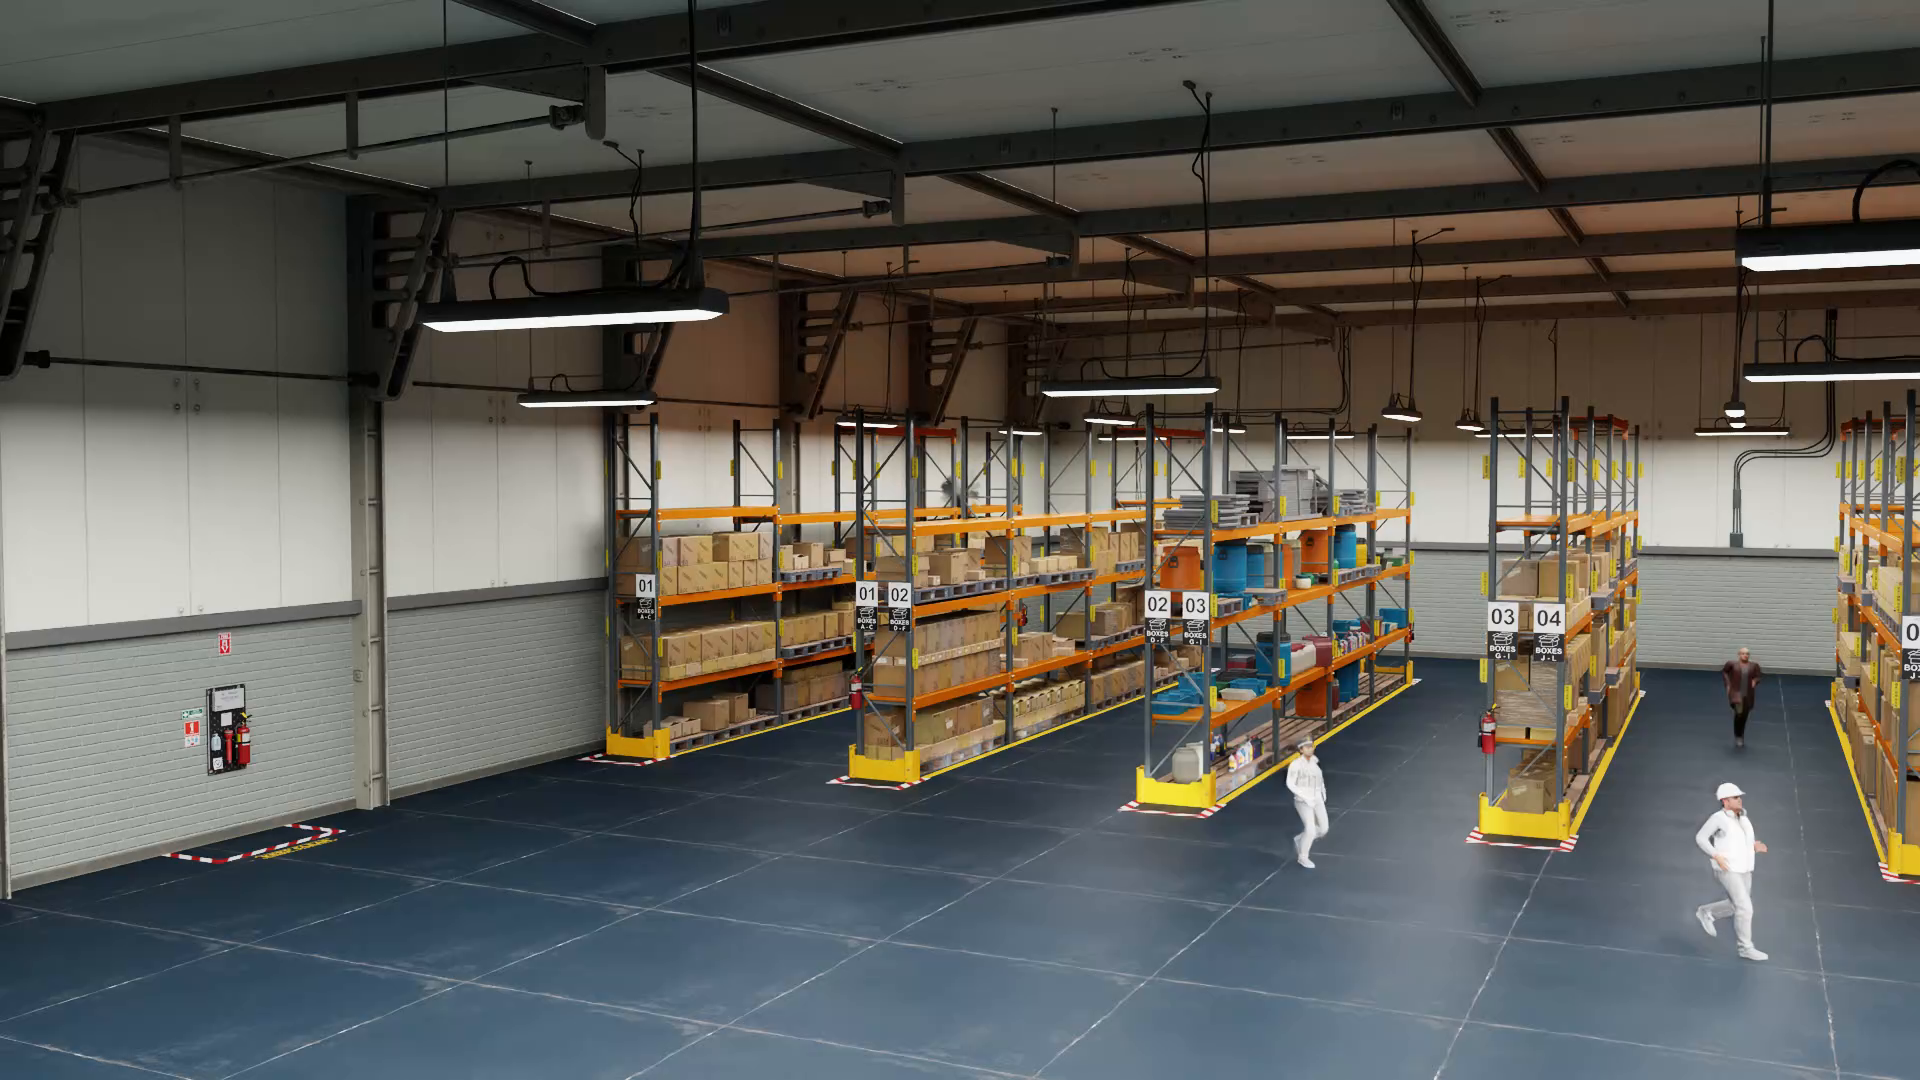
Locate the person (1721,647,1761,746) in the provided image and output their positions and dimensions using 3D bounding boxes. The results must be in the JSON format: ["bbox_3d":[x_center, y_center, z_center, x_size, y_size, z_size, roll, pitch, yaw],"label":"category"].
[{"bbox_3d":[14.271,2.858,30.341,0.613,1.815,0.909,0,2,9],"label":"person"}]

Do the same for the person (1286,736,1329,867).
[{"bbox_3d":[4.405,3.294,21.033,0.623,1.664,0.497,-1,3,-31],"label":"person"}]

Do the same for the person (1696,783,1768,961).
[{"bbox_3d":[7.980,3.396,17.221,0.668,1.748,0.897,-1,3,-31],"label":"person"}]
